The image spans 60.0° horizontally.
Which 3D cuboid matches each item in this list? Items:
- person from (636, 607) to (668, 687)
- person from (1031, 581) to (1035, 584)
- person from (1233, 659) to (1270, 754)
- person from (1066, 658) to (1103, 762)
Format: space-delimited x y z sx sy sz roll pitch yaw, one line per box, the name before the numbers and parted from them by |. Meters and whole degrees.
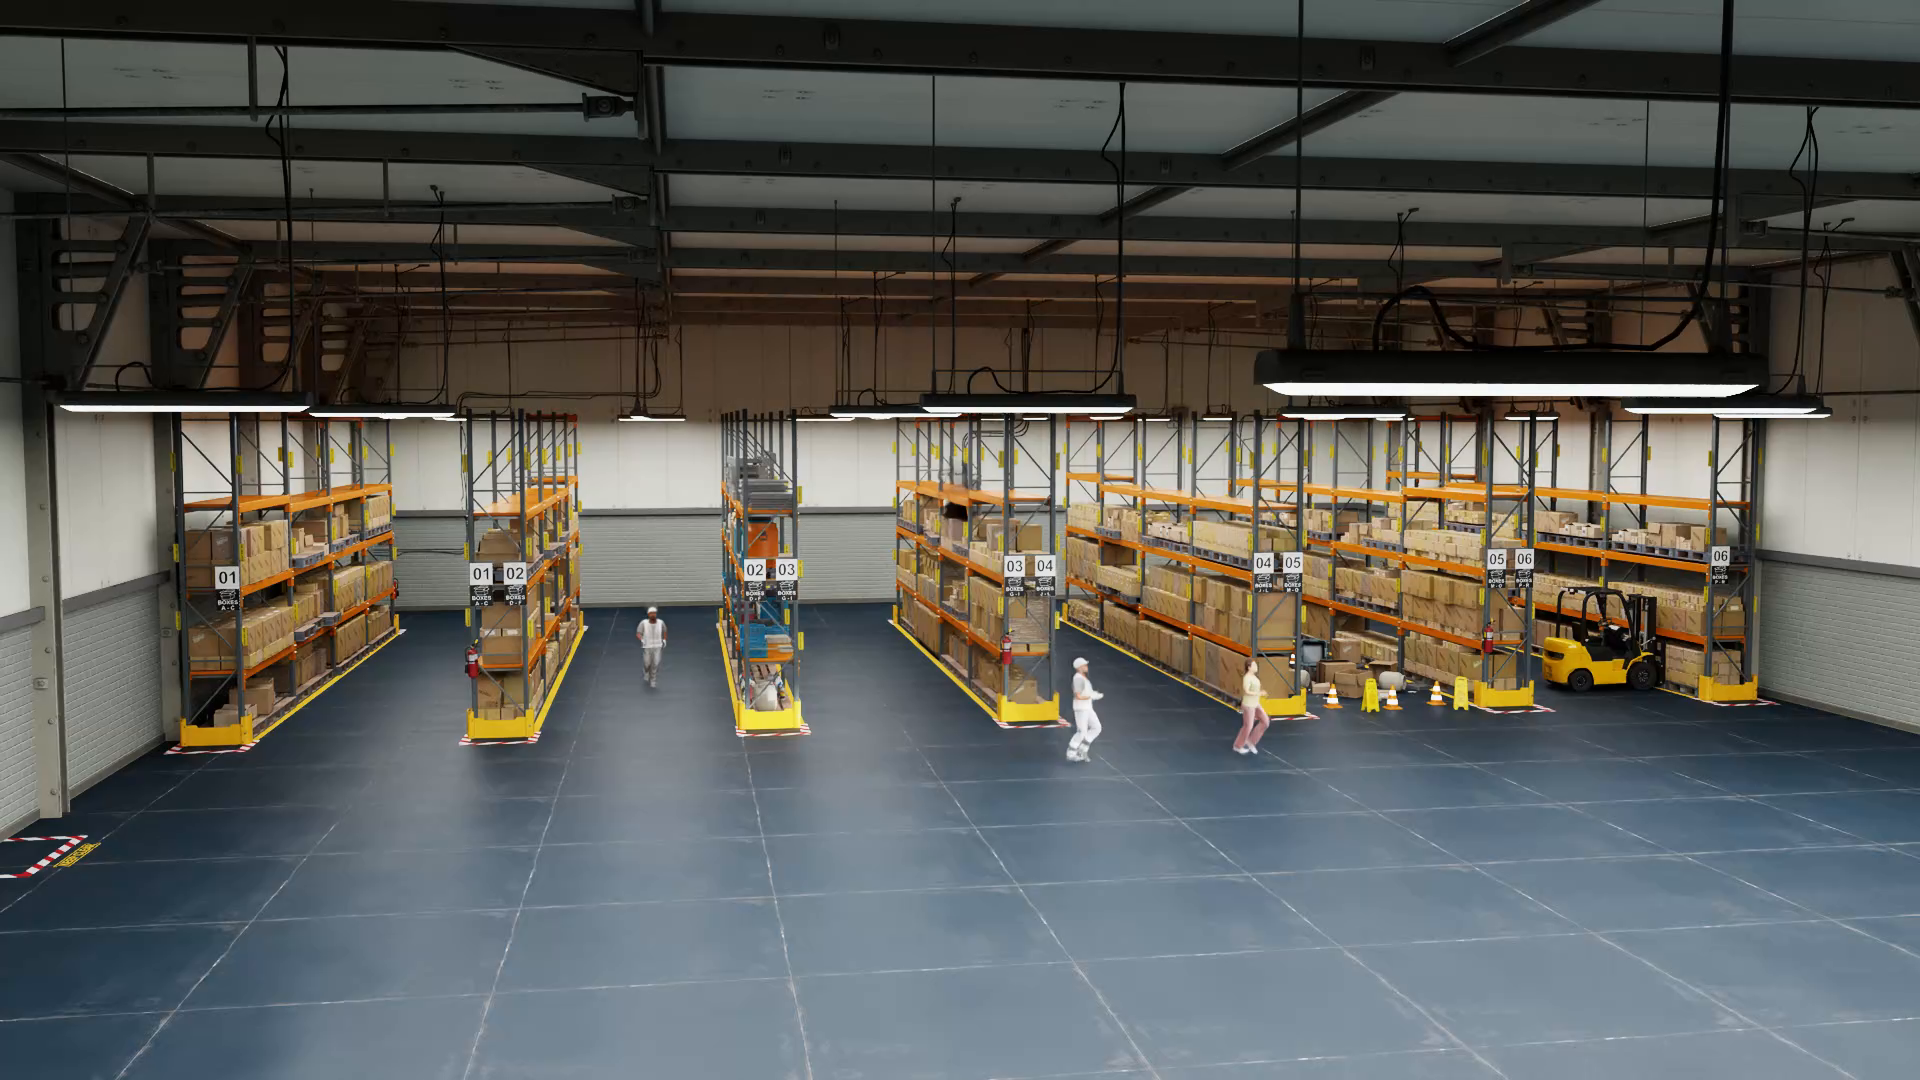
person | -6.695 2.326 36.216 0.674 1.735 0.624 -1 4 -18
person | 2.104 1.622 46.468 0.623 1.819 0.915 -1 4 -10
person | 5.034 2.879 28.735 0.639 1.667 0.612 2 5 29
person | 2.121 2.879 28.047 0.655 1.795 0.634 1 4 18
